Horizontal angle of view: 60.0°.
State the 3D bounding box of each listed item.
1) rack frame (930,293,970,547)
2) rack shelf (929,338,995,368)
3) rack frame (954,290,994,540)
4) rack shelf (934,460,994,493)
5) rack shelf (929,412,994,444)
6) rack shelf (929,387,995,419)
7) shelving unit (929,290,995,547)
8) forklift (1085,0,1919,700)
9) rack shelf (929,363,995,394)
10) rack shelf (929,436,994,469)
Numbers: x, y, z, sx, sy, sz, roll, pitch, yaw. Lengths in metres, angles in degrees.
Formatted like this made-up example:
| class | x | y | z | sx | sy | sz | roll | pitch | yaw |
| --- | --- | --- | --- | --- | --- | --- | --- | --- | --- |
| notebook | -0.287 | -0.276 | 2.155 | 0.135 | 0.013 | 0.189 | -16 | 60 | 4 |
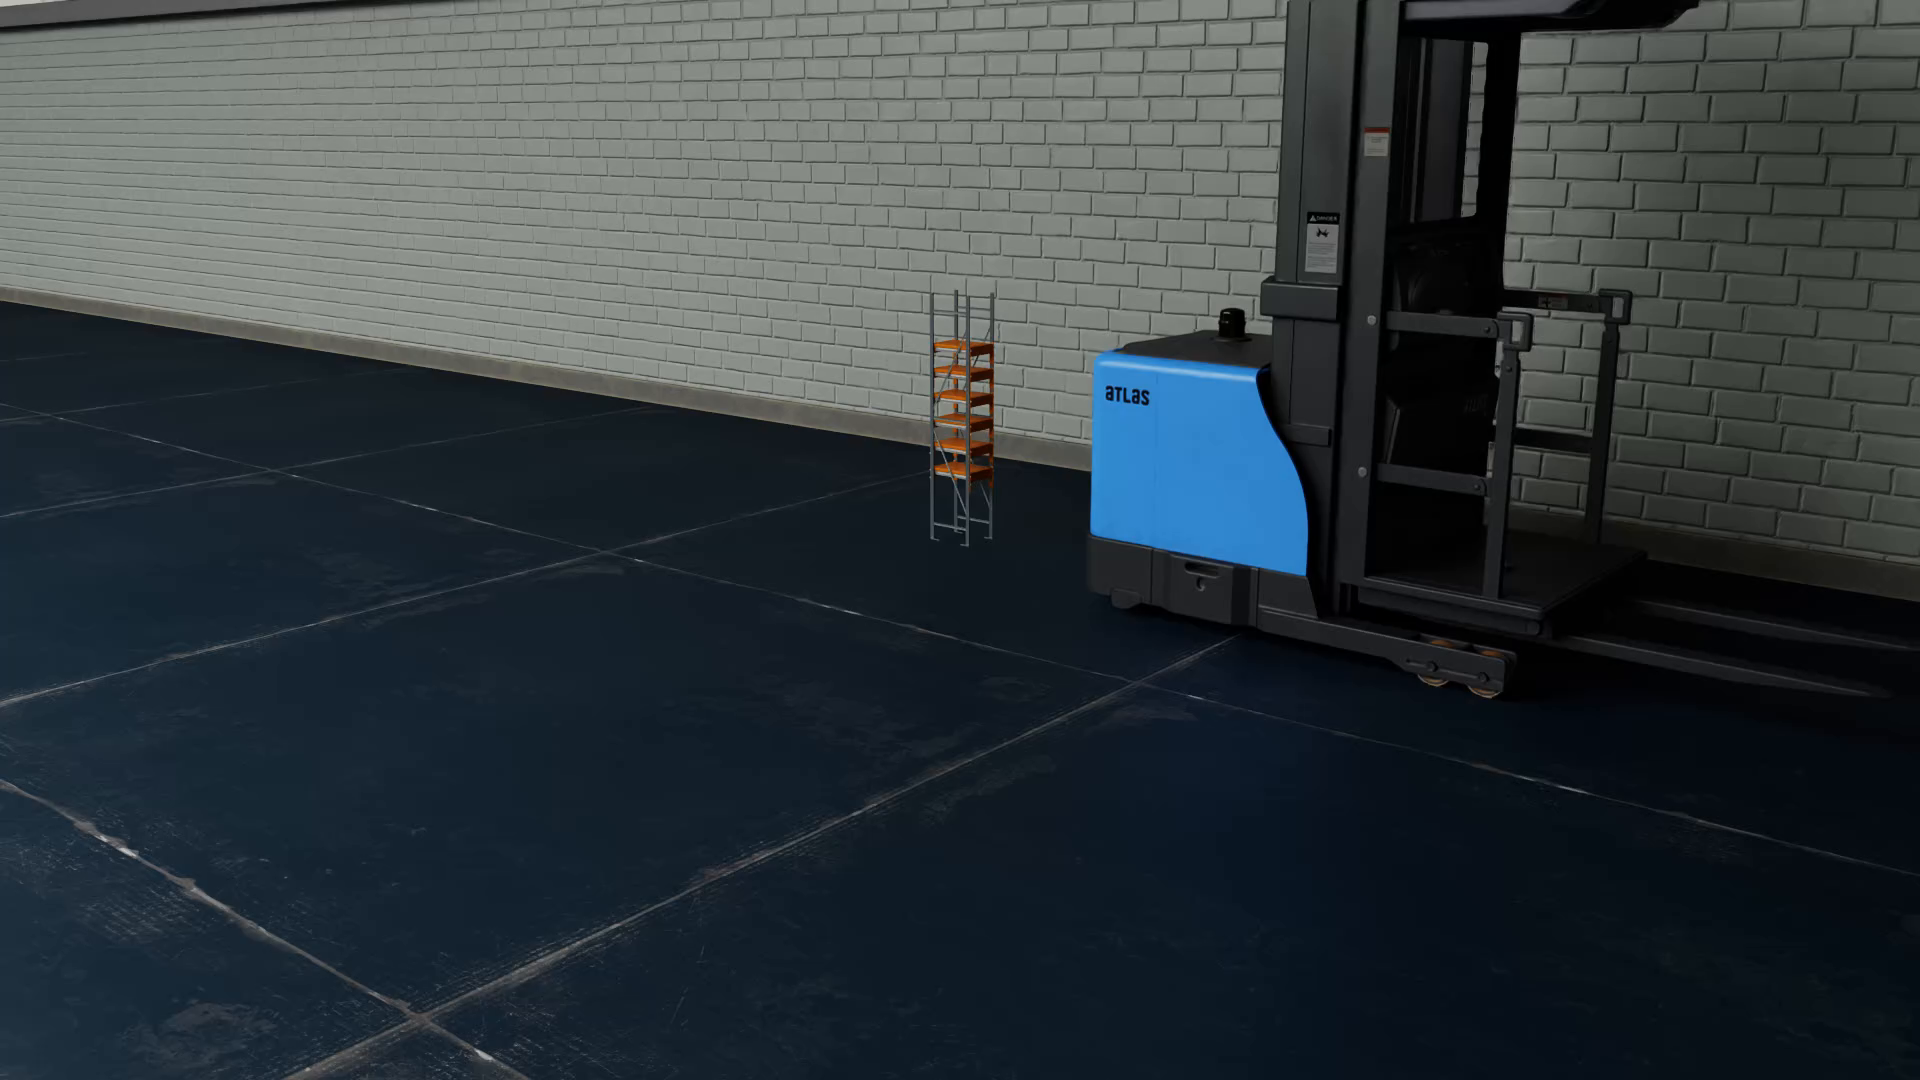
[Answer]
| class | x | y | z | sx | sy | sz | roll | pitch | yaw |
| --- | --- | --- | --- | --- | --- | --- | --- | --- | --- |
| rack frame | -0.048 | -0.567 | 7.917 | 0.240 | 1.200 | 0.006 | 11 | 18 | 38 |
| rack shelf | 0.009 | -0.890 | 7.908 | 0.258 | 0.103 | 0.180 | 11 | 18 | 38 |
| rack frame | 0.067 | -0.602 | 8.055 | 0.240 | 1.200 | 0.006 | 11 | 18 | 38 |
| rack shelf | 0.009 | -0.309 | 8.056 | 0.258 | 0.103 | 0.180 | 11 | 18 | 38 |
| rack shelf | 0.009 | -0.541 | 7.997 | 0.258 | 0.103 | 0.180 | 11 | 18 | 38 |
| rack shelf | 0.009 | -0.658 | 7.968 | 0.258 | 0.103 | 0.180 | 11 | 18 | 38 |
| shelving unit | 0.009 | -0.584 | 7.986 | 0.258 | 1.200 | 0.189 | 11 | 18 | 38 |
| forklift | 1.988 | -1.006 | 6.129 | 3.031 | 2.935 | 1.130 | 12 | 18 | 38 |
| rack shelf | 0.009 | -0.774 | 7.938 | 0.258 | 0.103 | 0.180 | 11 | 18 | 38 |
| rack shelf | 0.009 | -0.425 | 8.027 | 0.258 | 0.103 | 0.180 | 11 | 18 | 38 |
